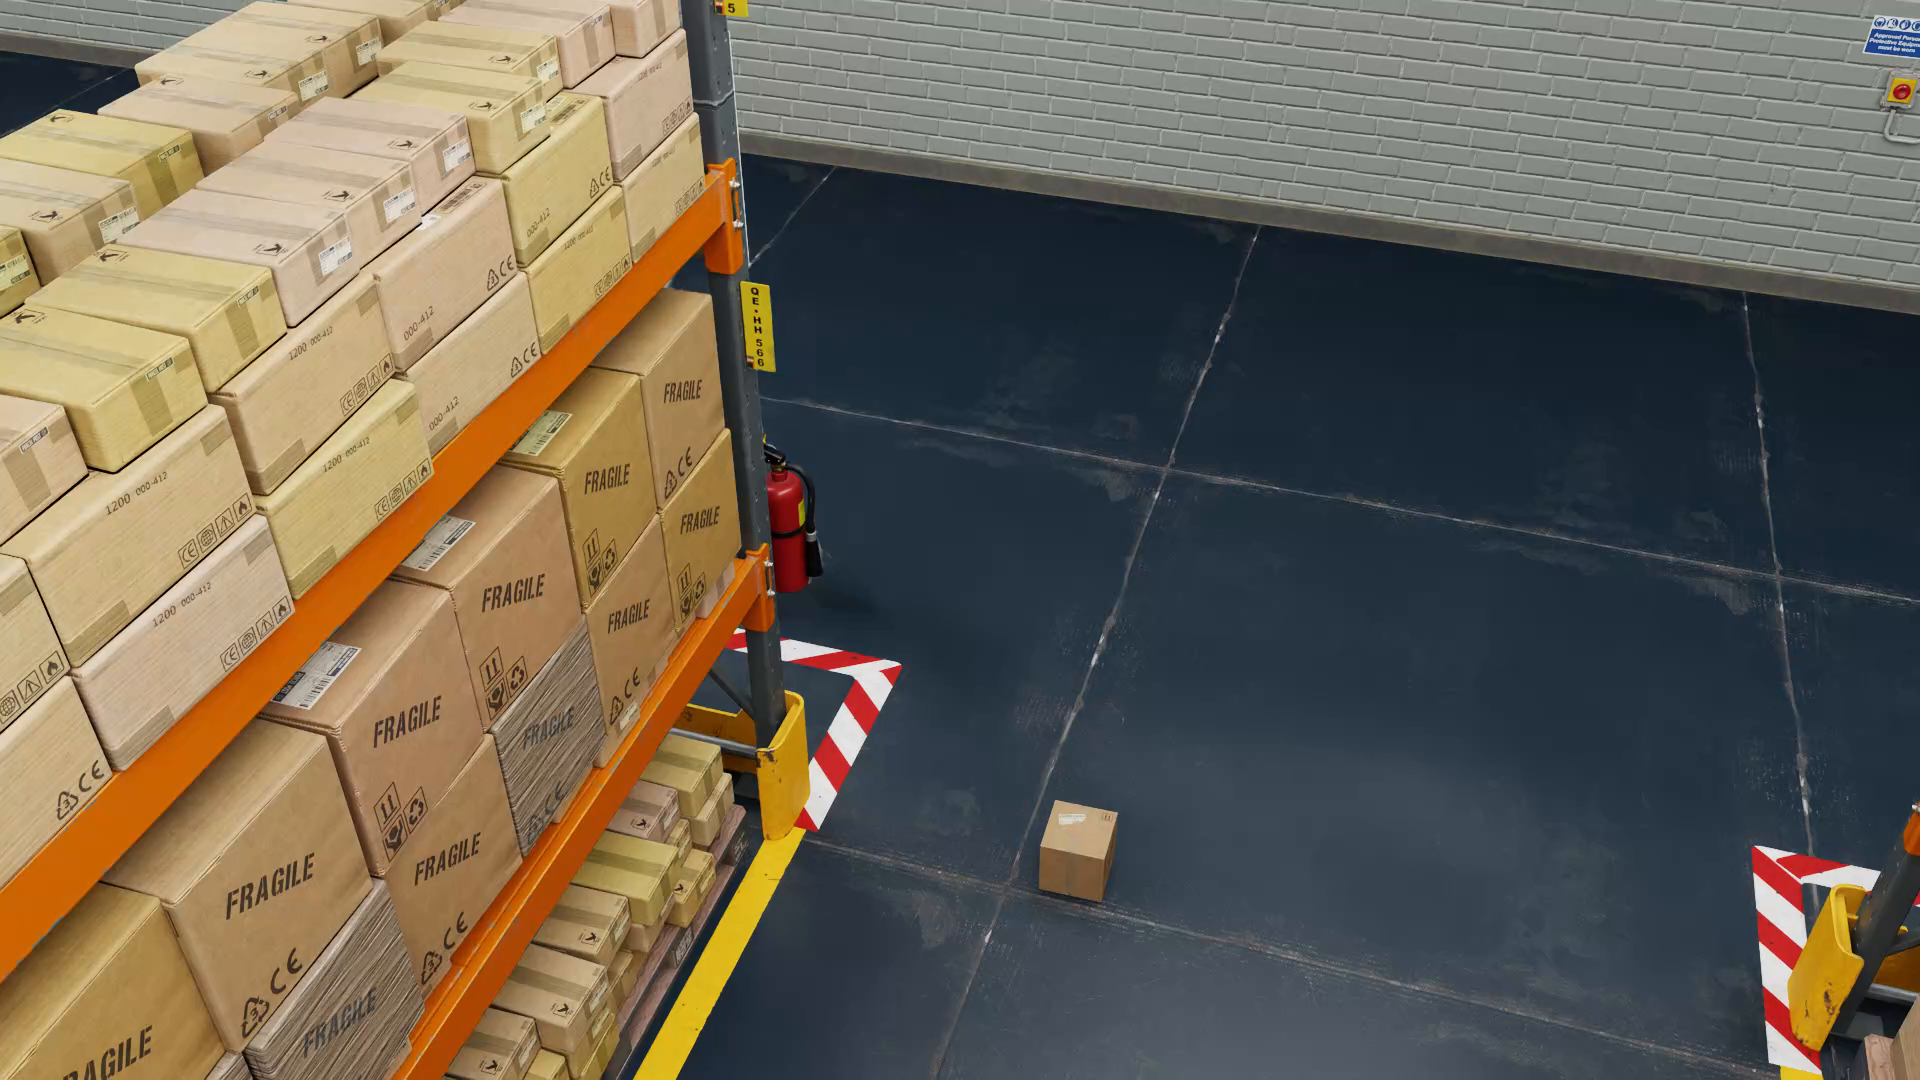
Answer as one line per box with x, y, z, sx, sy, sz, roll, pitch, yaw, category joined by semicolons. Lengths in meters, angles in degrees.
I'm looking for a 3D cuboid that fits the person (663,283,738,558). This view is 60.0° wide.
-1.246;-0.450;7.429;0.531;1.668;0.505;11;39;14;person
